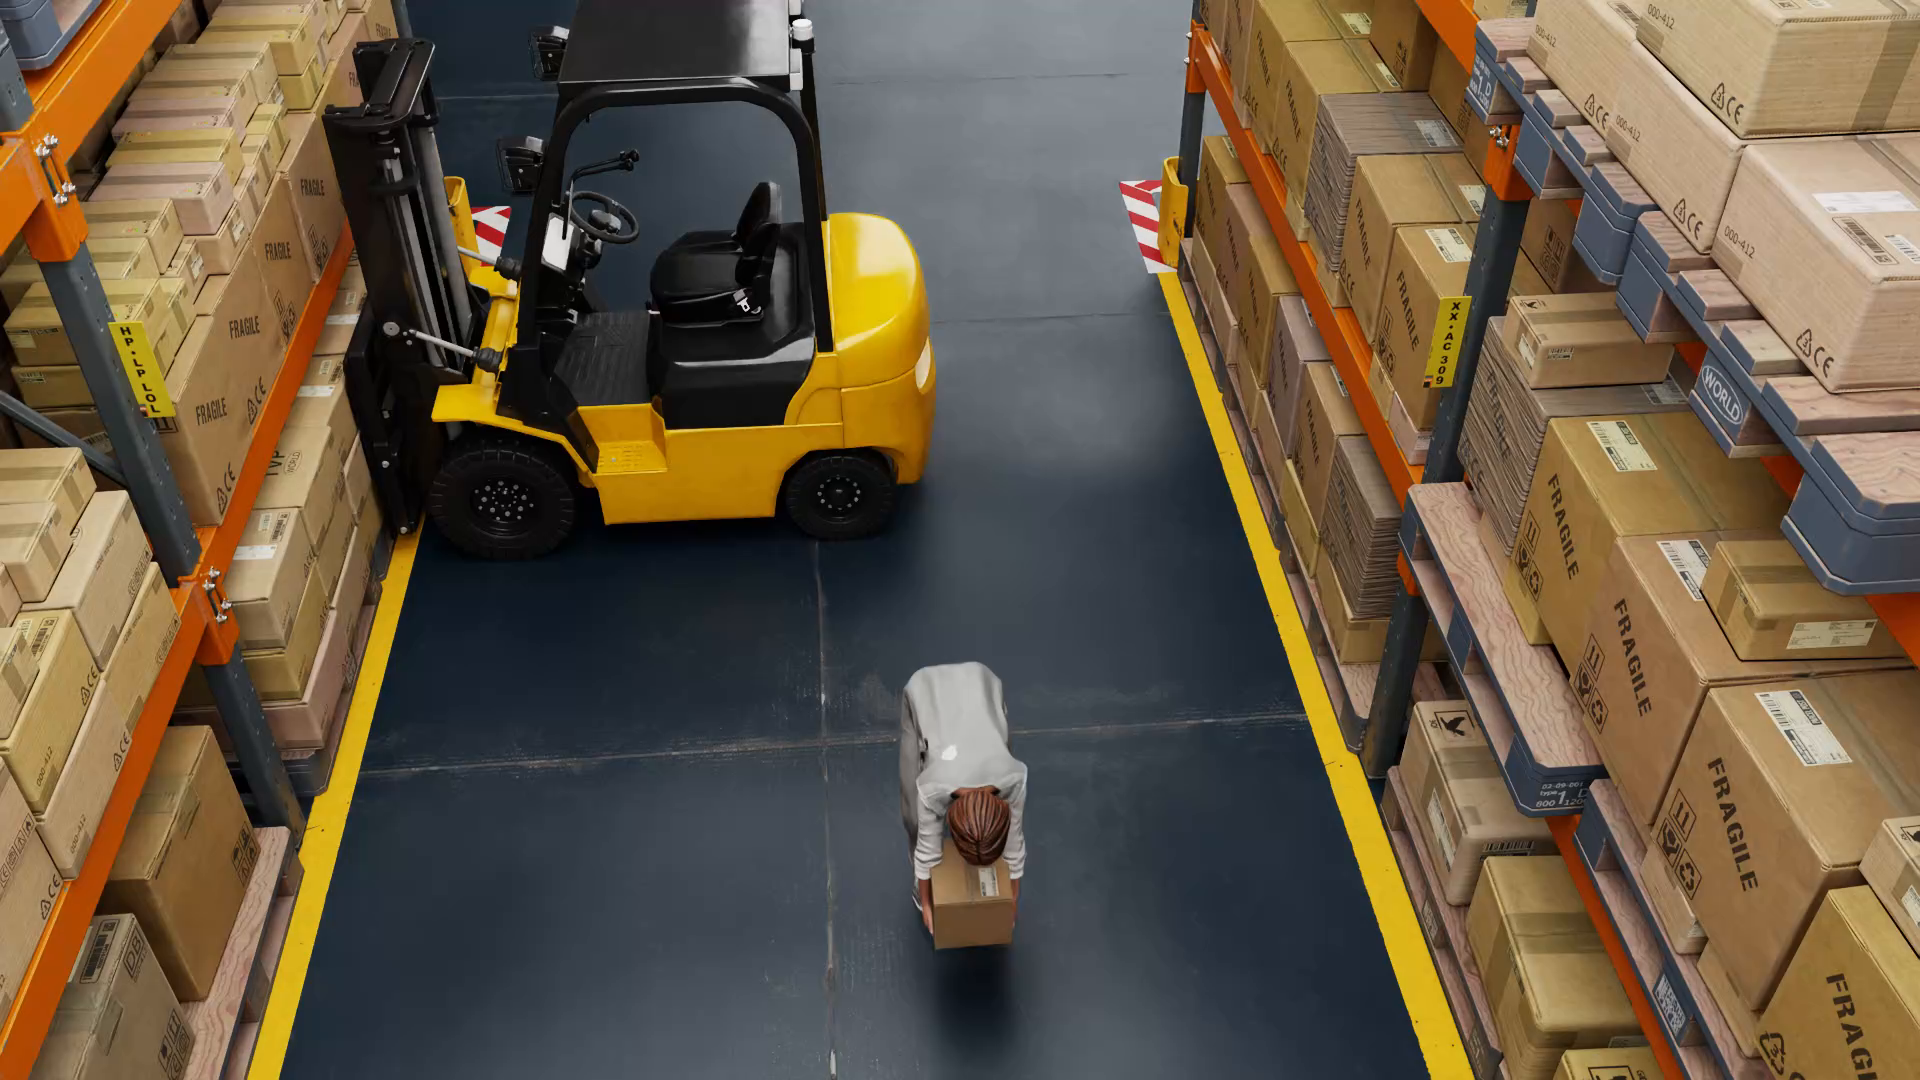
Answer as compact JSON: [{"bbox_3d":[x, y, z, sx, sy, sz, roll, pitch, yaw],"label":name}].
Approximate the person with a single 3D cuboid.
[{"bbox_3d":[0.011,0.961,5.463,0.389,1.013,0.868,-4,40,-5],"label":"person"}]
